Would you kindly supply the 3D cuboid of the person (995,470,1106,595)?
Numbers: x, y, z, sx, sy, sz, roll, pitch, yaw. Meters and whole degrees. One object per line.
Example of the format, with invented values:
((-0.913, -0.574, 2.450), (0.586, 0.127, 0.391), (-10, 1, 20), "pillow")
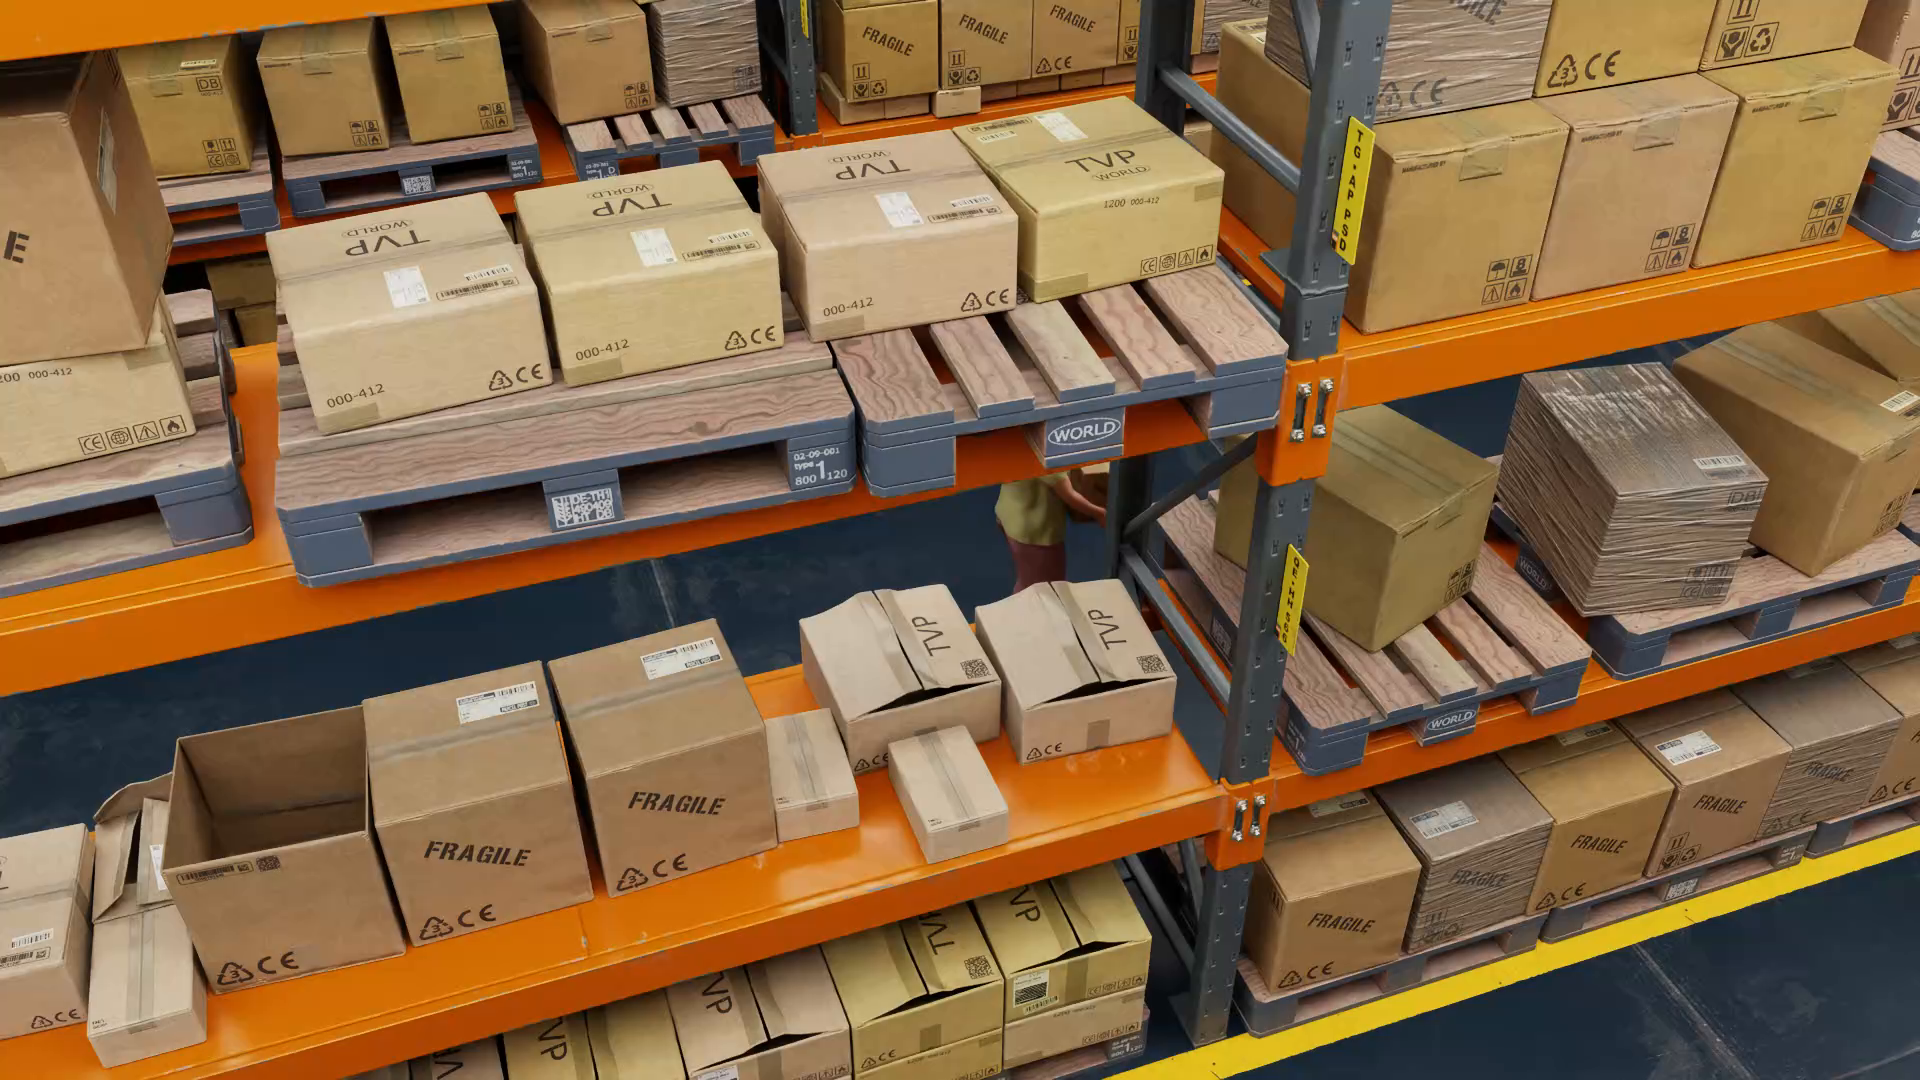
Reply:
((0.366, -0.067, 6.880), (0.544, 1.667, 0.426), (-11, 39, -14), "person")
